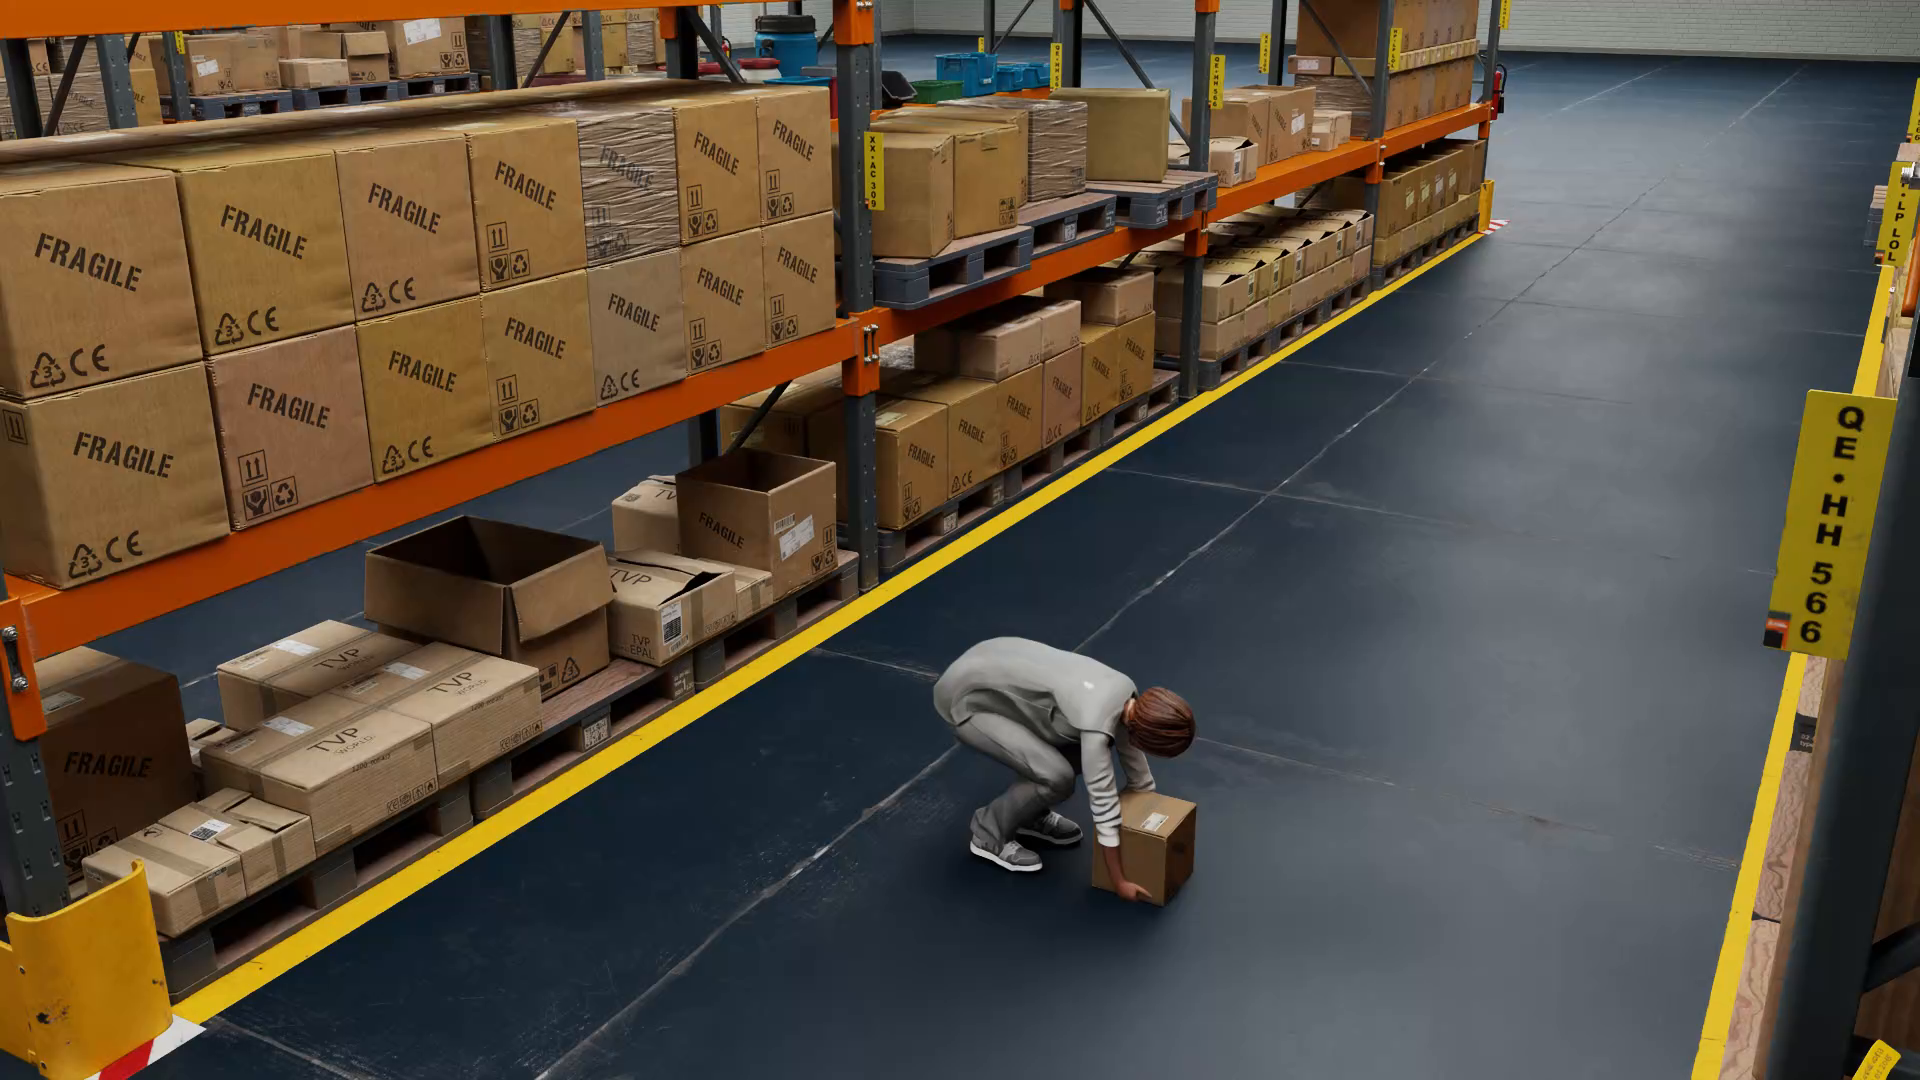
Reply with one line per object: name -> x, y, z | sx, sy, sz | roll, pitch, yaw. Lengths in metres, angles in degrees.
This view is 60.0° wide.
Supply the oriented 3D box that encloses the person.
person -> 0.332, 0.707, 5.392 | 0.871, 0.778, 0.422 | 10, 22, 26
